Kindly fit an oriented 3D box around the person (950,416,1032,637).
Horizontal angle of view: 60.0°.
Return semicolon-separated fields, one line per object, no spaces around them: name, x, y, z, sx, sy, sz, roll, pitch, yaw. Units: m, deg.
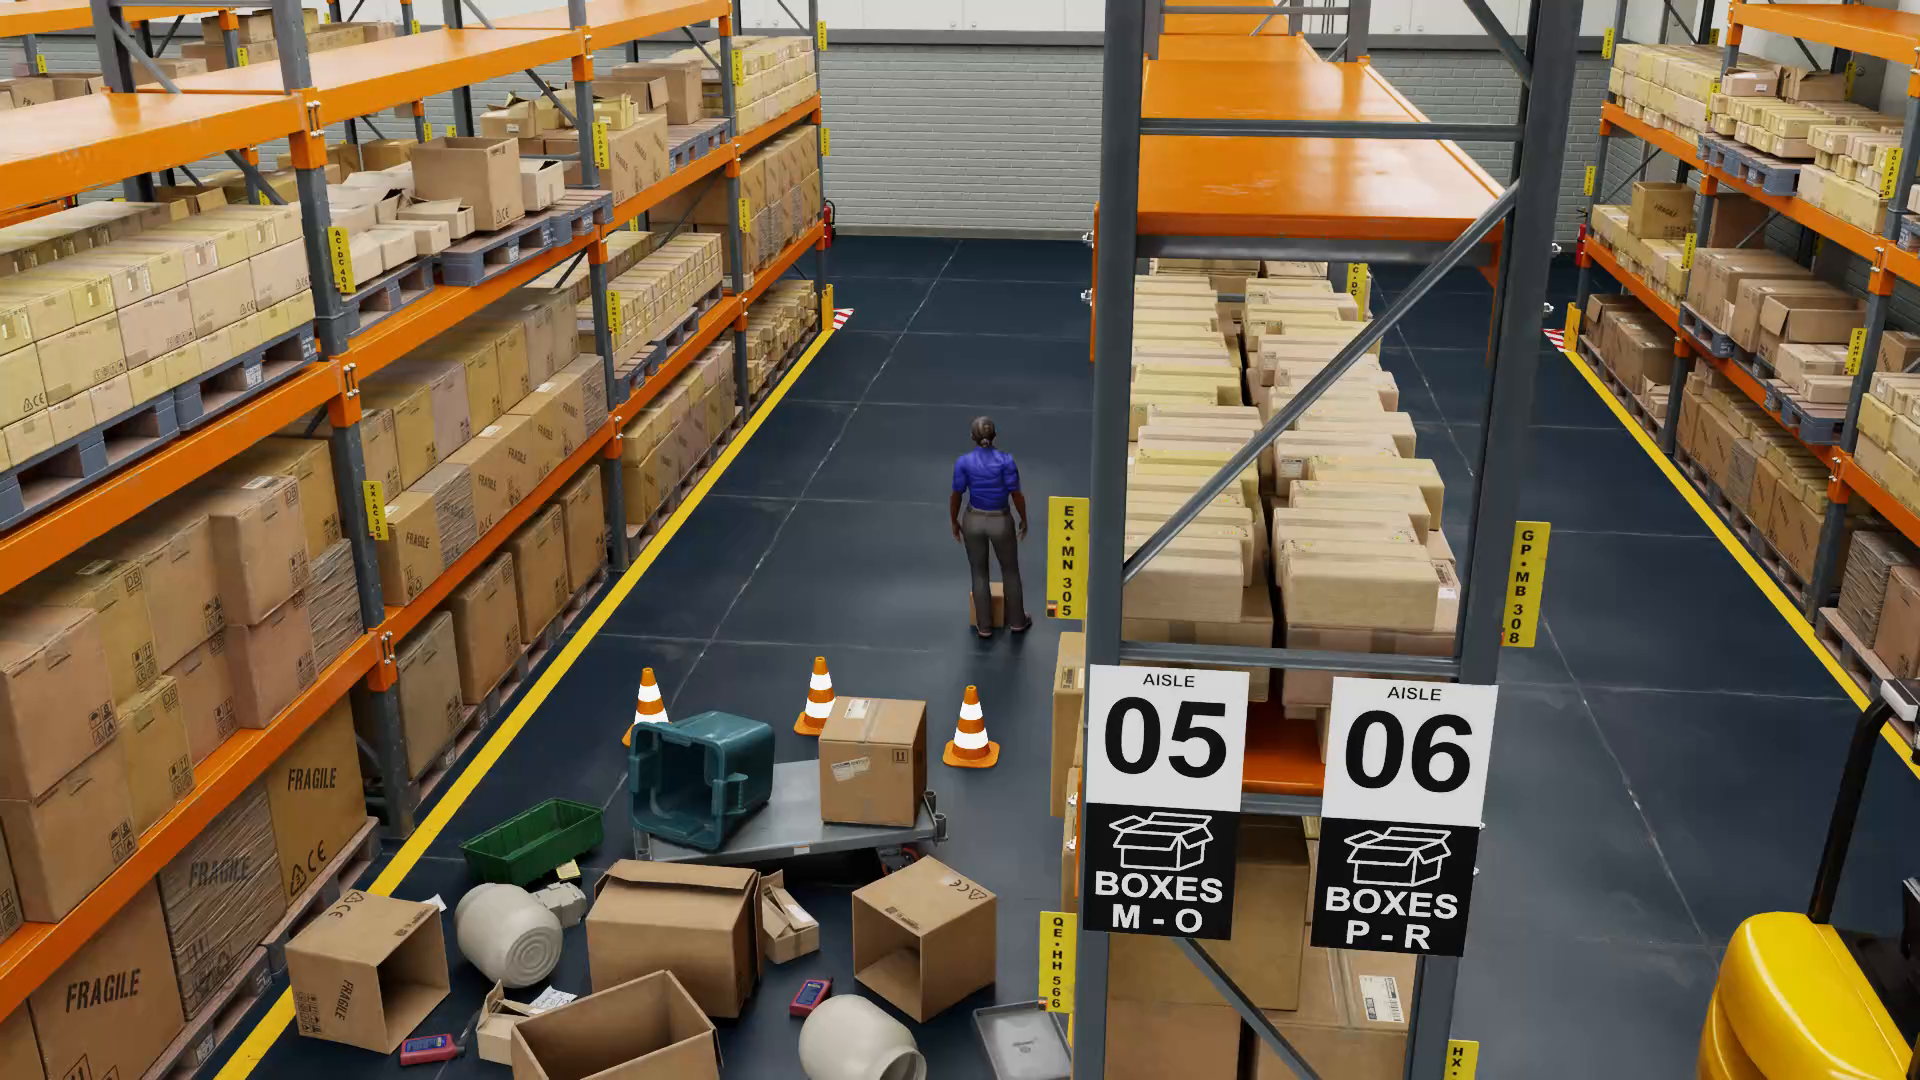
person;0.225;-0.118;11.768;0.570;1.657;0.502;3;21;6
